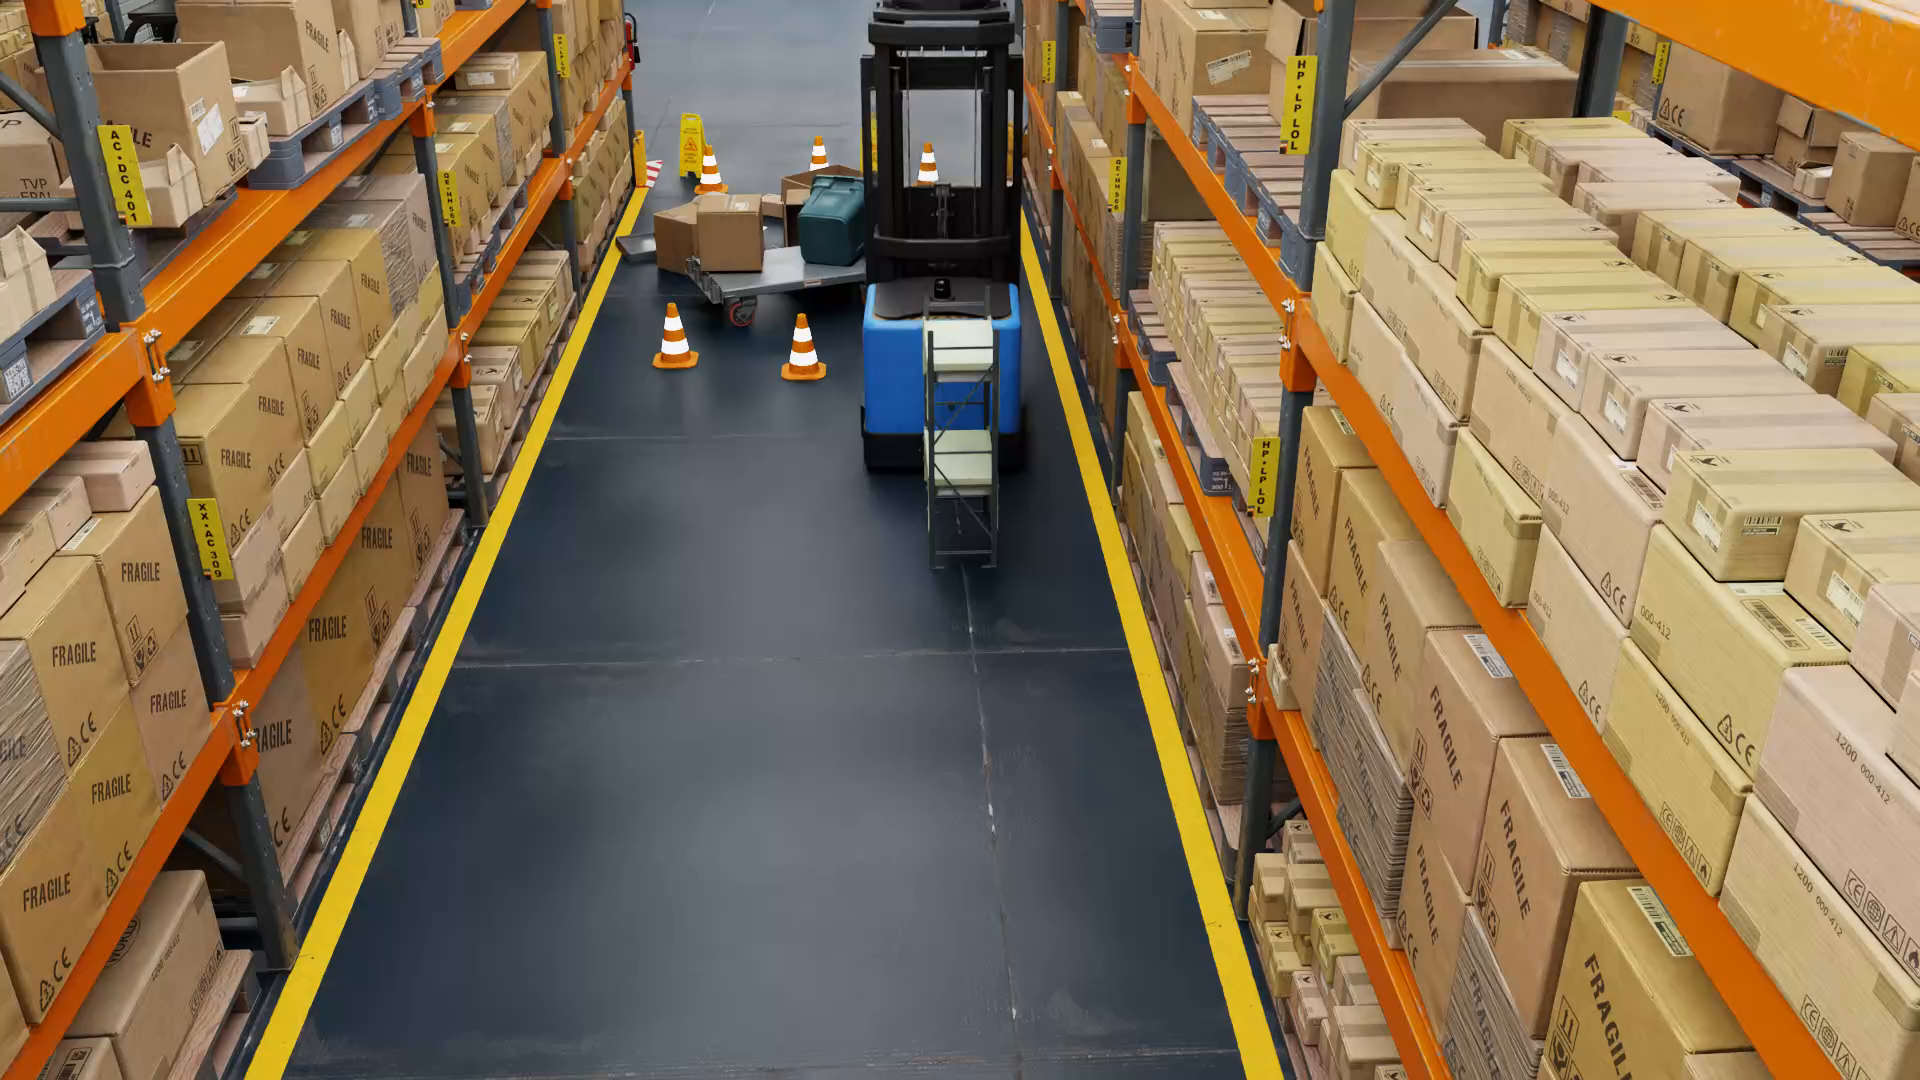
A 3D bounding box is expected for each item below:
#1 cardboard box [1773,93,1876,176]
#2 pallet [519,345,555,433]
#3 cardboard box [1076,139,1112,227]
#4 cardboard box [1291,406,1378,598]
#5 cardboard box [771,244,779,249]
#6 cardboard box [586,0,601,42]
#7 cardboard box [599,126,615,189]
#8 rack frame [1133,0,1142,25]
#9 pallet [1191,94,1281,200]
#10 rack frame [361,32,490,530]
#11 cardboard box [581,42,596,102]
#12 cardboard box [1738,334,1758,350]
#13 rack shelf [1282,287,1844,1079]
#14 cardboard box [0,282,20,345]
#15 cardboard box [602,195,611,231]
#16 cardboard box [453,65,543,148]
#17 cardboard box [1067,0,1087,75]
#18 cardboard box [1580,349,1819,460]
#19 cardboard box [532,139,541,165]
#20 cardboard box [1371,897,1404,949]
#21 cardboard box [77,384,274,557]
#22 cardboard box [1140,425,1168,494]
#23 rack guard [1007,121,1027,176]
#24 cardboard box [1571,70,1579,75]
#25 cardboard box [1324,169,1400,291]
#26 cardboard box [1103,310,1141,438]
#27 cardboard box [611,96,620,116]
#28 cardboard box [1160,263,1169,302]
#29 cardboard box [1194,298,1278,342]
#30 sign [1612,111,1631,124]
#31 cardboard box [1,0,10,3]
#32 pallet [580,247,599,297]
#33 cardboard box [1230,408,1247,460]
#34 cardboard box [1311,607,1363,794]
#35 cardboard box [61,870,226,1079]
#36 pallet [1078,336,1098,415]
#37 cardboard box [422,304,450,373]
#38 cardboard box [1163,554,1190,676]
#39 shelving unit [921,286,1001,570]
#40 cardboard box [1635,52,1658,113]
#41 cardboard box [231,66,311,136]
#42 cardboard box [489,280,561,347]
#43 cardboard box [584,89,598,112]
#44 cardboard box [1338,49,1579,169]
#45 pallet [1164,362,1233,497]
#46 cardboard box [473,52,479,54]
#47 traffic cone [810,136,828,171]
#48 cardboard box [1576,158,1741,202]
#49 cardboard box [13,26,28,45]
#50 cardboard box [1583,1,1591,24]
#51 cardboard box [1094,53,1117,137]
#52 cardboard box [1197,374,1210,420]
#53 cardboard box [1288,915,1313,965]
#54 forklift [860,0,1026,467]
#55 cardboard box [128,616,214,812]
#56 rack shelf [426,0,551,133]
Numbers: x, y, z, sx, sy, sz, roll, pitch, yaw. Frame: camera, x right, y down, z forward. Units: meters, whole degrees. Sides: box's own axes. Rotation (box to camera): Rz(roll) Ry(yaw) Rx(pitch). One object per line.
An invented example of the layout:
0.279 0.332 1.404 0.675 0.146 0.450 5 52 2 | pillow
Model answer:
6.409 -2.935 12.068 0.797 0.503 0.637 1 28 3 | cardboard box
-3.561 -1.101 12.134 1.003 0.211 1.213 -1 28 -3 | pallet
1.103 -2.525 11.739 0.500 0.500 0.500 -1 28 -2 | cardboard box
1.466 -0.139 5.762 0.500 0.500 0.500 -1 28 -1 | cardboard box
-1.569 -2.478 14.714 0.258 0.266 0.396 -23 35 -37 | cardboard box
-3.481 -4.559 14.237 0.700 0.500 0.500 -2 28 -4 | cardboard box
-3.527 -3.571 15.562 0.500 0.500 0.500 -2 28 -4 | cardboard box
1.477 -4.241 8.650 1.000 3.000 0.127 -1 28 -3 | rack frame
1.702 -1.747 7.316 1.213 0.211 1.003 -1 28 -3 | pallet
-3.461 -1.415 9.719 1.000 3.000 0.127 -1 28 -3 | rack frame
-3.478 -4.112 14.460 0.500 0.500 0.500 -2 28 -3 | cardboard box
2.060 -0.289 3.938 0.500 0.250 0.500 -2 28 -5 | cardboard box
1.790 0.179 4.198 1.077 0.370 4.000 -1 28 -3 | rack shelf
-2.886 -0.607 4.637 0.380 0.149 0.250 -1 28 -1 | cardboard box
-3.501 -2.999 15.276 0.500 0.250 0.500 -2 28 -3 | cardboard box
-3.390 -3.188 12.235 0.500 0.500 0.500 -1 28 -2 | cardboard box
1.283 -4.145 13.623 0.875 0.550 0.550 -1 28 -3 | cardboard box
1.548 -0.287 3.504 0.380 0.149 0.250 -1 28 -2 | cardboard box
-3.322 -2.866 12.318 0.380 0.149 0.250 -2 28 -3 | cardboard box
1.491 1.123 5.124 0.380 0.149 0.250 0 28 0 | cardboard box
-2.988 -0.265 6.326 0.500 0.500 0.500 -1 28 -2 | cardboard box
1.297 -0.433 9.275 0.500 0.250 0.500 -2 28 -3 | cardboard box
1.058 -4.178 17.721 1.175 0.500 0.348 -1 28 -3 | rack guard
5.921 -4.293 15.508 0.380 0.149 0.250 -1 28 -3 | cardboard box
1.471 -0.991 5.284 0.500 0.250 0.500 0 28 -1 | cardboard box
1.535 -1.053 11.004 1.050 0.750 0.750 -2 28 -3 | cardboard box
-3.491 -4.165 15.999 0.380 0.149 0.250 -1 28 -1 | cardboard box
1.318 -1.434 9.253 0.380 0.149 0.250 0 28 0 | cardboard box
1.377 -1.095 8.279 0.380 0.149 0.250 -1 28 -1 | cardboard box
2.227 -1.310 5.715 0.100 0.325 0.005 -1 28 -3 | sign
-8.583 -4.941 15.349 0.380 0.149 0.250 -1 28 -2 | cardboard box
-3.741 -2.335 14.499 1.003 0.211 1.213 -1 28 -3 | pallet
1.424 -0.482 7.426 0.380 0.149 0.250 -2 28 -4 | cardboard box
1.493 0.553 5.516 0.500 0.500 0.500 -1 28 -3 | cardboard box
-3.327 1.675 6.112 0.875 0.438 0.875 -2 28 -3 | cardboard box
1.450 -1.273 12.462 1.003 0.211 1.213 -1 28 -3 | pallet
-3.176 -1.121 9.318 0.500 0.250 0.500 -2 28 -4 | cardboard box
1.346 0.379 8.529 0.500 0.500 0.500 -2 28 -4 | cardboard box
0.000 -0.668 9.909 0.431 1.500 0.755 -1 28 -3 | shelving unit
6.264 -3.887 14.029 0.875 0.500 0.500 -1 28 -3 | cardboard box
-2.998 -1.876 7.052 0.396 0.266 0.258 1 28 2 | cardboard box
-3.599 -1.709 12.671 0.950 0.372 0.625 0 28 1 | cardboard box
-3.424 -3.895 14.746 0.380 0.149 0.250 -1 28 -2 | cardboard box
1.775 -1.472 6.023 0.700 0.500 0.500 -1 28 -3 | cardboard box
1.621 -0.583 8.331 1.003 0.211 1.213 -1 28 -3 | pallet
-3.932 -3.401 12.643 0.500 0.500 0.500 -1 28 -1 | cardboard box
-1.478 -4.001 17.421 0.336 0.463 0.334 -1 28 -3 | traffic cone
2.054 -1.024 4.917 0.380 0.149 0.250 -1 28 -3 | cardboard box
-8.524 -4.457 14.742 0.380 0.149 0.250 -2 28 -3 | cardboard box
5.875 -4.784 14.668 0.500 0.500 0.500 -1 28 -3 | cardboard box
1.354 -3.216 11.983 0.700 0.500 0.500 -1 28 -2 | cardboard box
1.382 -0.712 8.189 0.380 0.149 0.250 -2 28 -4 | cardboard box
1.488 1.502 6.434 0.380 0.149 0.250 -1 28 -2 | cardboard box
-0.121 -2.418 11.716 1.130 2.935 3.031 0 28 0 | forklift
-2.973 0.596 5.755 0.500 0.500 0.500 -1 28 -2 | cardboard box
-3.566 -3.350 10.963 1.077 0.370 4.000 -1 28 -3 | rack shelf
